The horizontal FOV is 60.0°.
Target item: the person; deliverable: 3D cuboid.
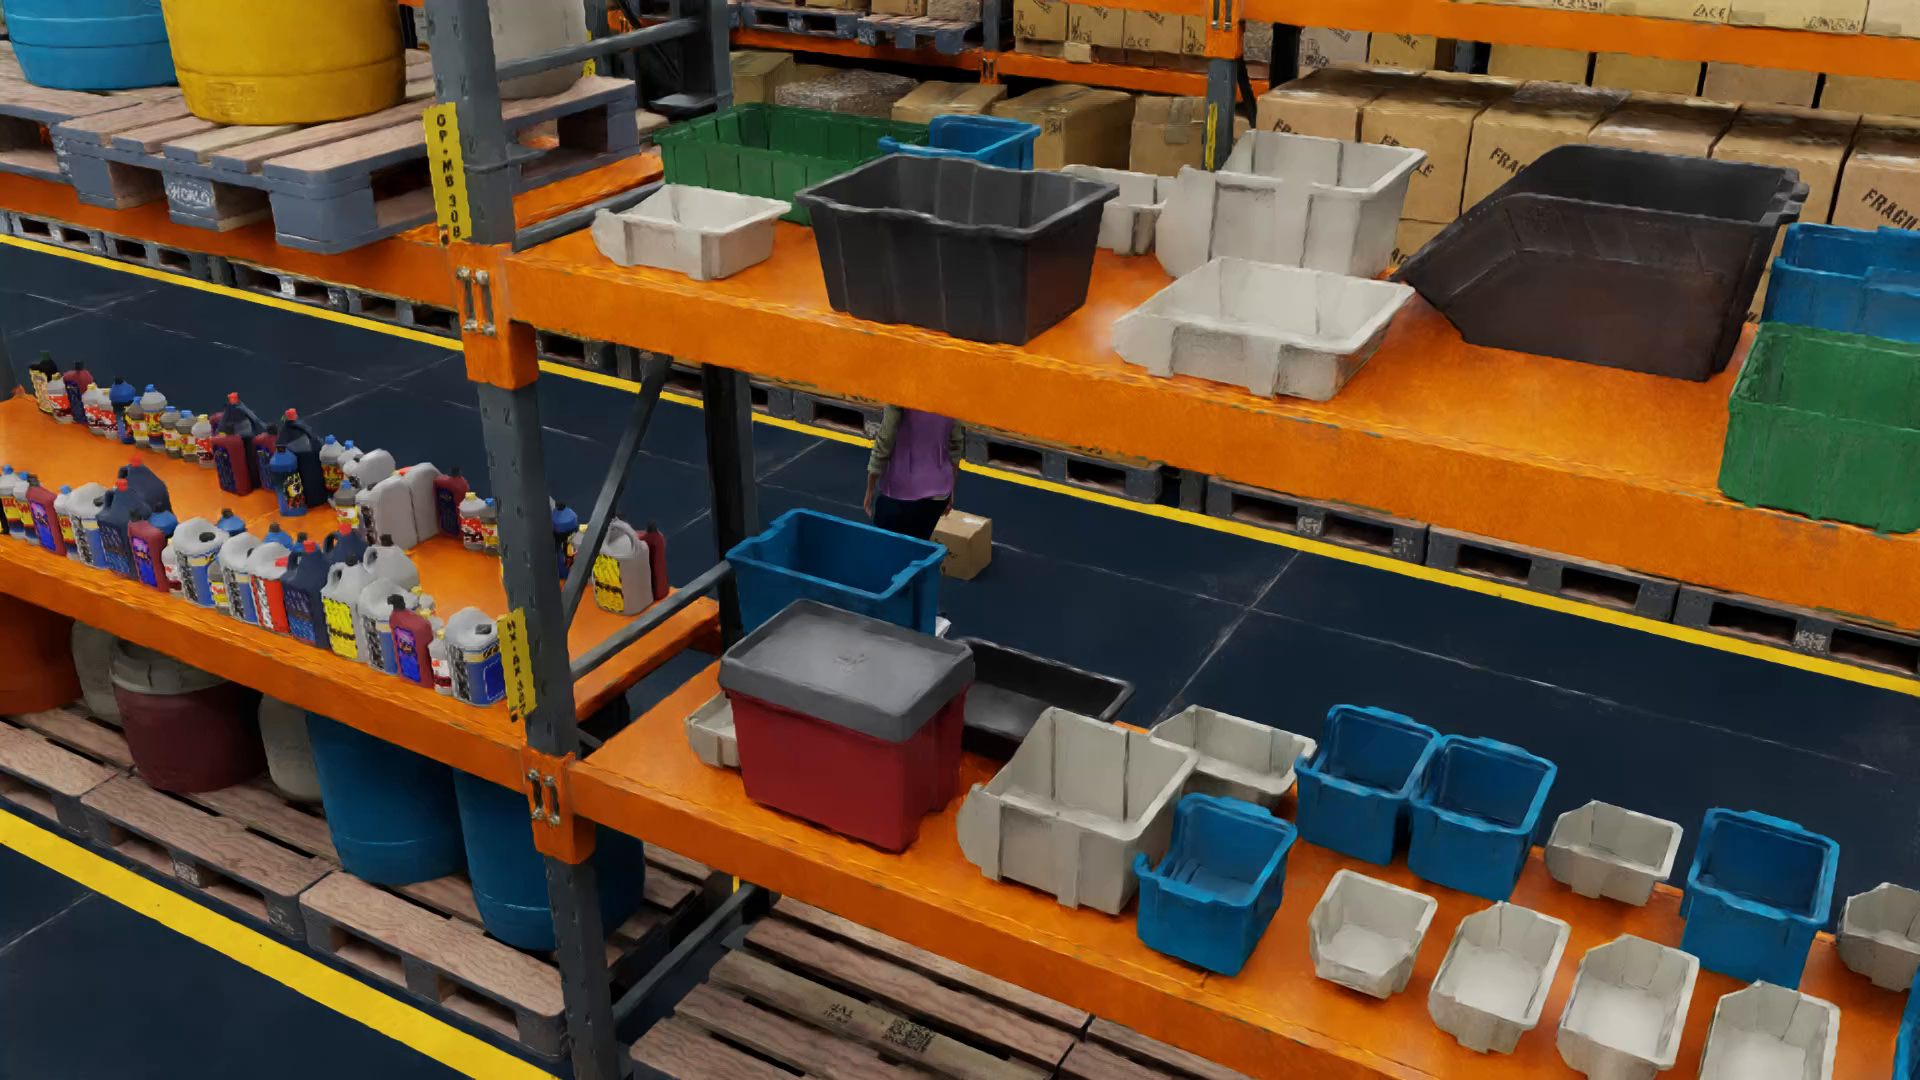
[{"bbox_3d":[-0.165,-0.197,7.498,0.448,1.582,0.670,-16,31,-29],"label":"person"}]
